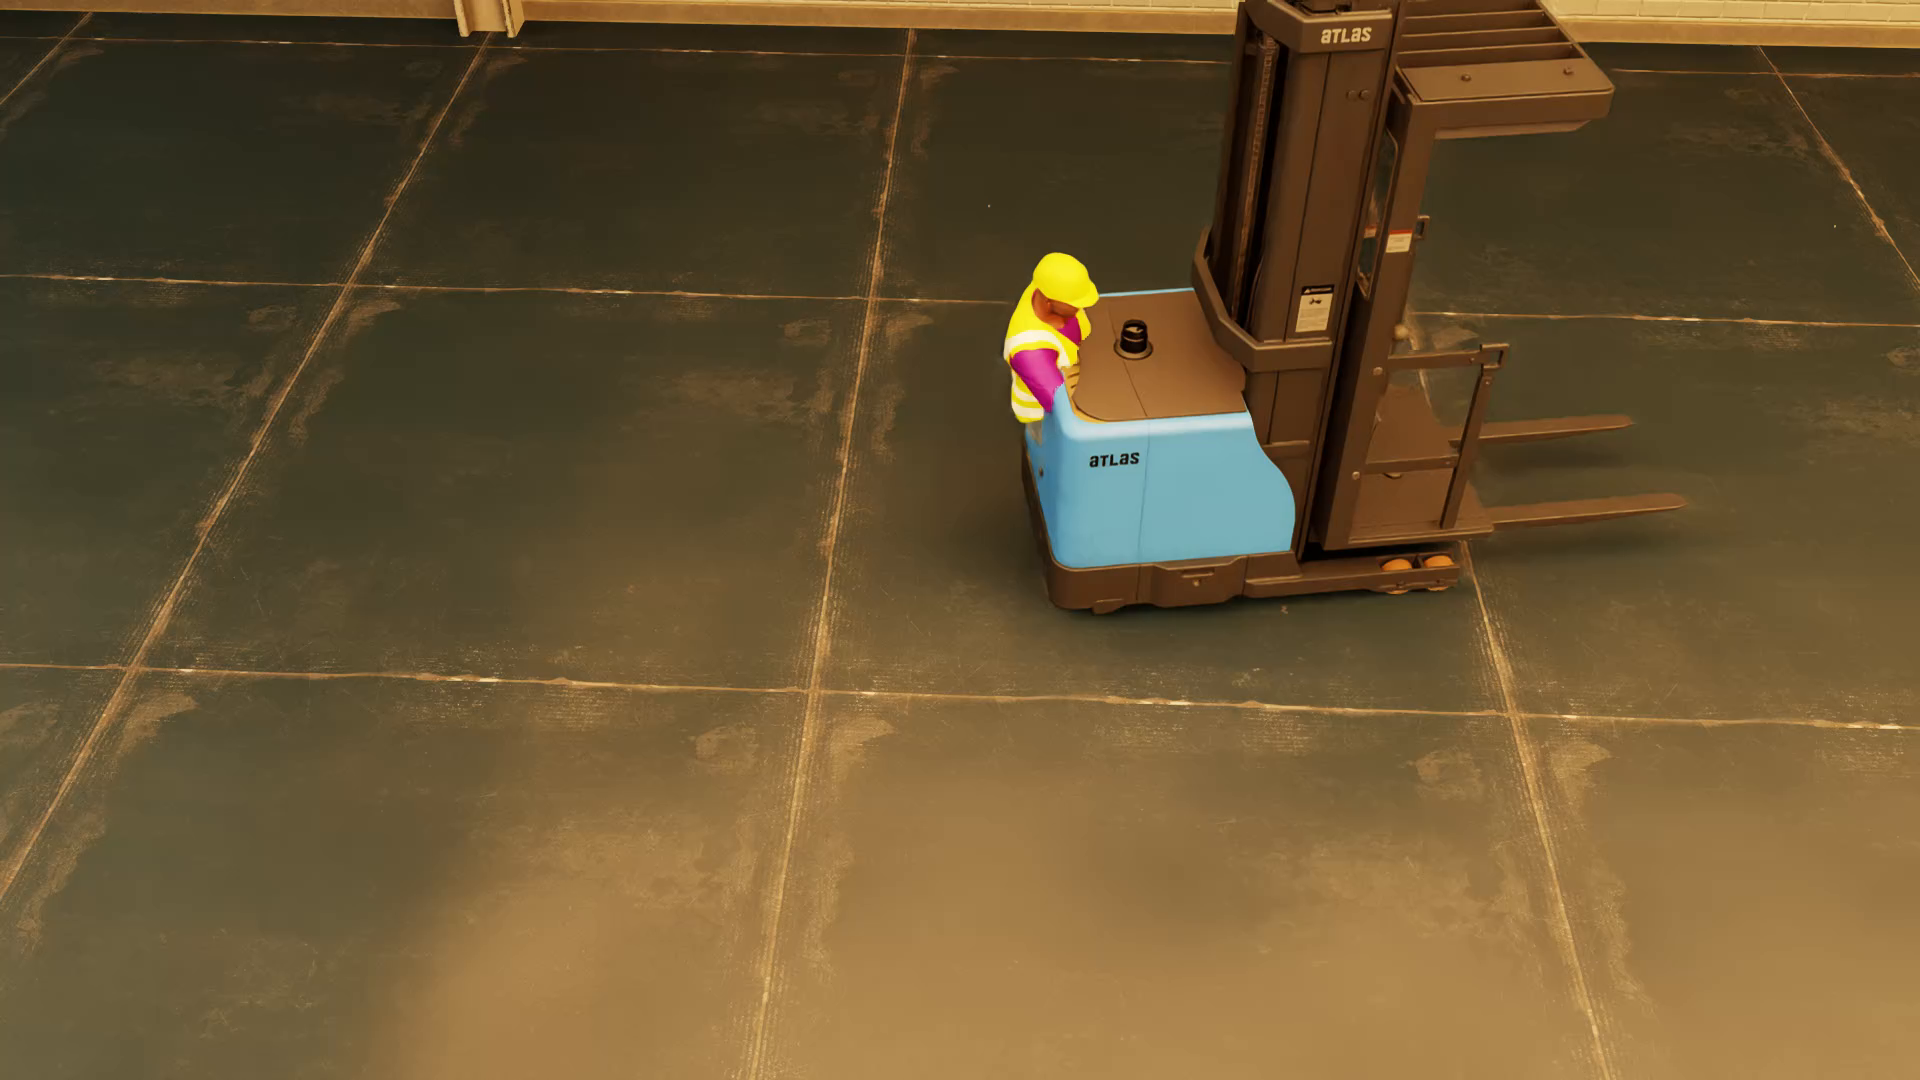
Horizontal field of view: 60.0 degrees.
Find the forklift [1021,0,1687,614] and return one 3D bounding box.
[{"bbox_3d":[1.856,-1.184,7.039,3.031,2.935,1.130,-5,43,-5],"label":"forklift"}]

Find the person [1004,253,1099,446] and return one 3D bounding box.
[{"bbox_3d":[0.597,-0.595,7.400,0.786,1.592,0.885,16,45,17],"label":"person"}]
